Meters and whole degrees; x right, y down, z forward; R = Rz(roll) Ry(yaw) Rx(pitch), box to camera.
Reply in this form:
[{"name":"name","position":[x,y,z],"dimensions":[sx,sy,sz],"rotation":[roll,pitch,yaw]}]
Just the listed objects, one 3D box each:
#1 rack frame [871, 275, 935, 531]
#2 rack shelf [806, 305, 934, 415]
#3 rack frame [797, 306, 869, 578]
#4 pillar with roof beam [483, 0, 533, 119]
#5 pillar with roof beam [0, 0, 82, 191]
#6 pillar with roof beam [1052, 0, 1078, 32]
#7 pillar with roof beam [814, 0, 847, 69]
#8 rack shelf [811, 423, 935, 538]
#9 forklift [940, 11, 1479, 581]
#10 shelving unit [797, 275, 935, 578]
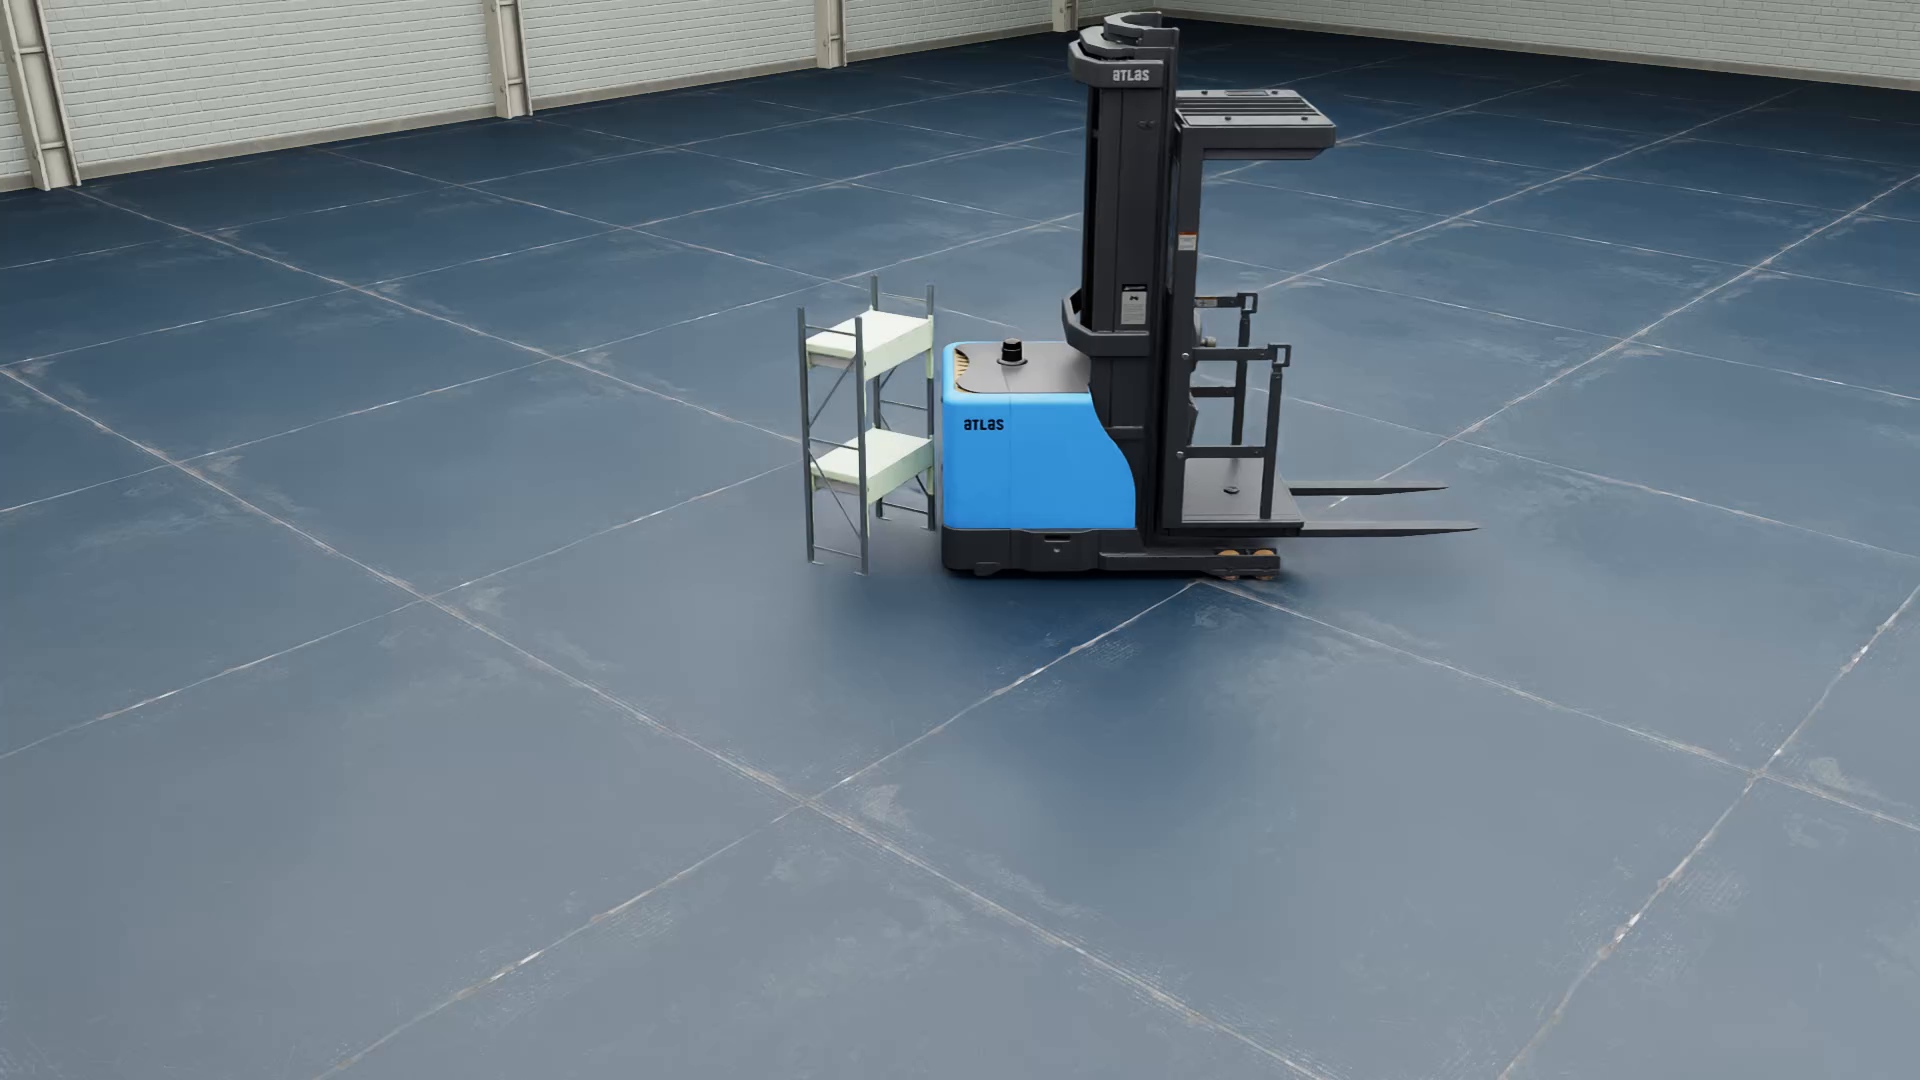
[{"name":"rack frame","position":[-0.328,-0.778,9.653],"dimensions":[0.400,1.500,0.023],"rotation":[13,27,27]},{"name":"rack shelf","position":[-0.508,-1.004,9.203],"dimensions":[0.431,0.370,0.720],"rotation":[13,27,27]},{"name":"rack frame","position":[-0.689,-0.518,9.072],"dimensions":[0.400,1.500,0.023],"rotation":[13,27,27]},{"name":"pillar with roof beam","position":[-2.864,-8.714,18.186],"dimensions":[9.100,9.000,0.400],"rotation":[20,31,38]},{"name":"pillar with roof beam","position":[-6.869,-6.886,14.109],"dimensions":[9.100,9.000,0.400],"rotation":[20,31,38]},{"name":"pillar with roof beam","position":[5.145,-12.370,26.340],"dimensions":[9.100,9.000,0.400],"rotation":[20,31,38]},{"name":"pillar with roof beam","position":[1.140,-10.542,22.263],"dimensions":[9.100,9.000,0.400],"rotation":[20,31,38]},{"name":"rack shelf","position":[-0.508,-0.351,9.496],"dimensions":[0.431,0.370,0.720],"rotation":[13,27,27]},{"name":"forklift","position":[1.406,-1.330,9.134],"dimensions":[3.031,2.935,1.130],"rotation":[0,24,-1]},{"name":"shelving unit","position":[-0.508,-0.648,9.363],"dimensions":[0.431,1.500,0.755],"rotation":[13,27,27]}]
